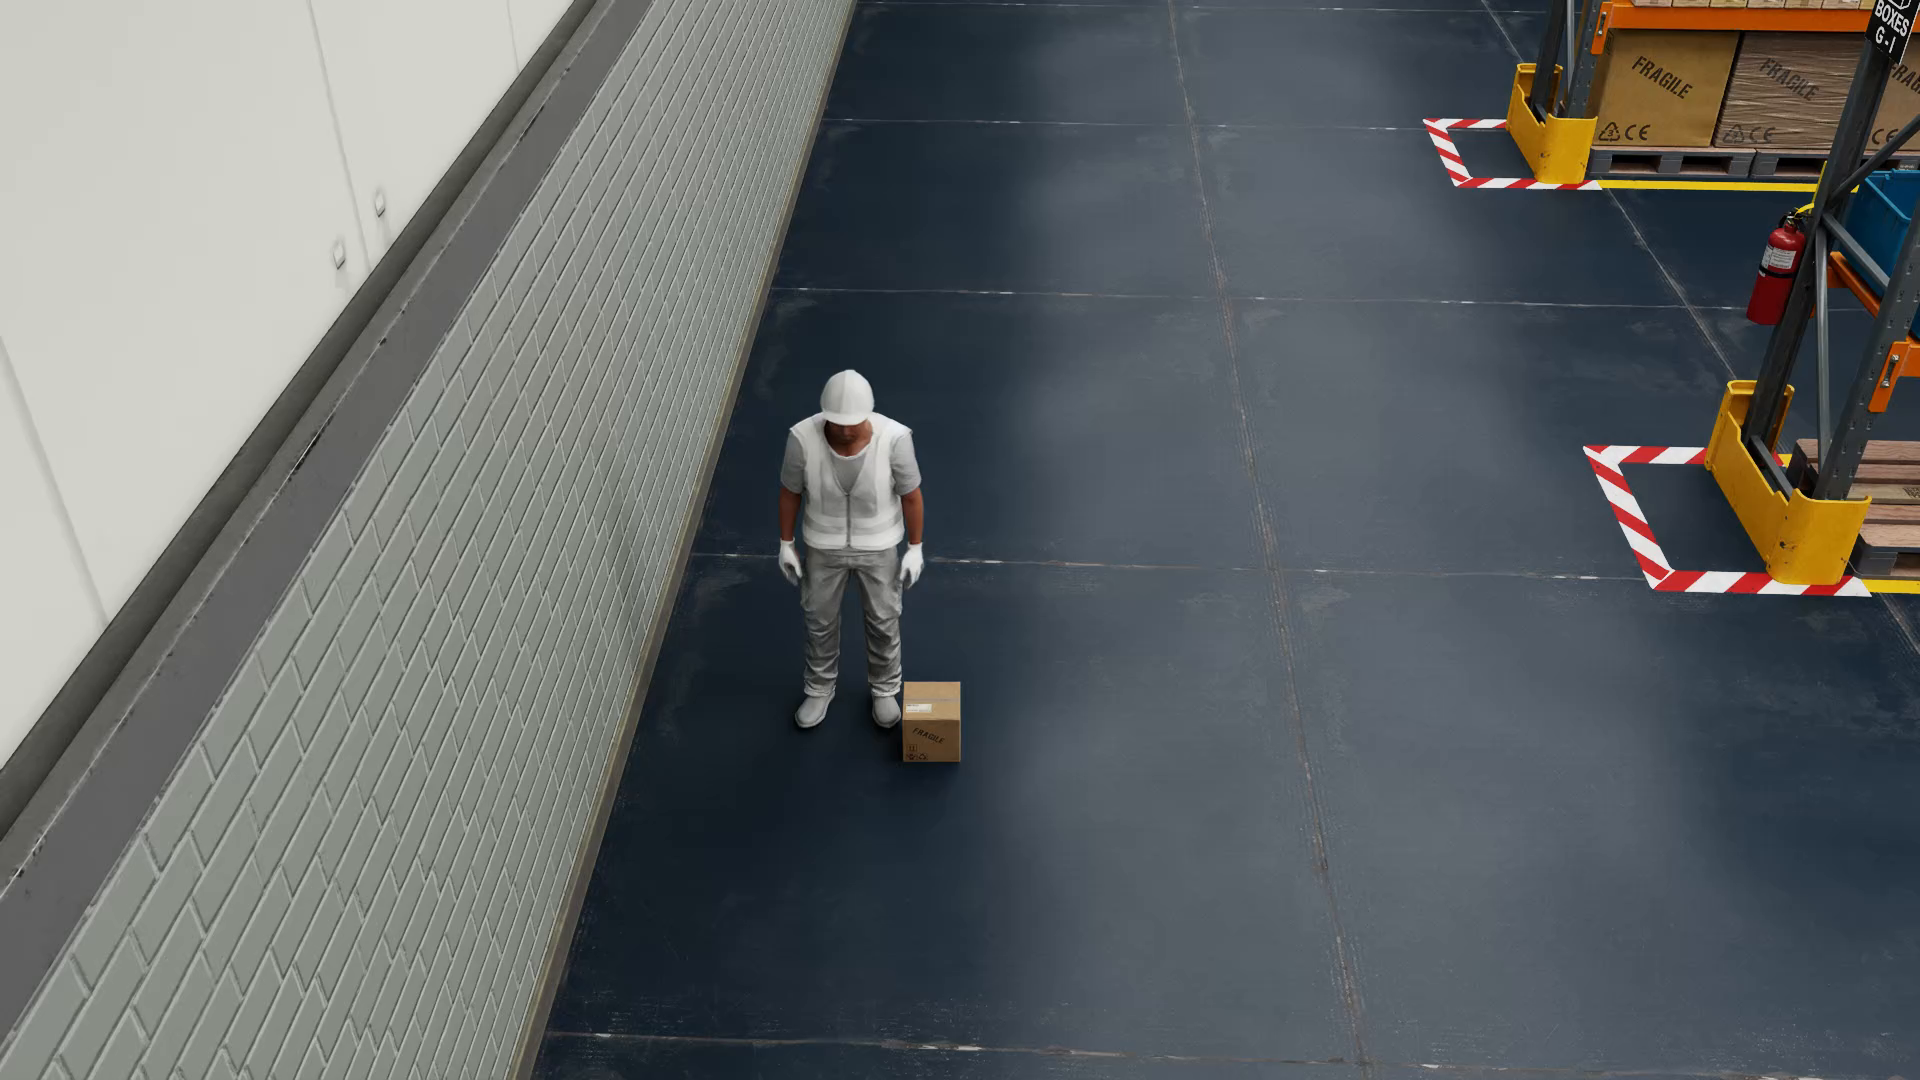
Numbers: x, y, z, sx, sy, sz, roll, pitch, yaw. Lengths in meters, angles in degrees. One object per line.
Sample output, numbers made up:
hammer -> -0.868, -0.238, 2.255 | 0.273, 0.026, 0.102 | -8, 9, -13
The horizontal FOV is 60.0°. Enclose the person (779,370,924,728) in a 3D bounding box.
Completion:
person -> -0.462, 0.039, 7.053 | 0.616, 1.774, 0.449 | 1, 35, 2
